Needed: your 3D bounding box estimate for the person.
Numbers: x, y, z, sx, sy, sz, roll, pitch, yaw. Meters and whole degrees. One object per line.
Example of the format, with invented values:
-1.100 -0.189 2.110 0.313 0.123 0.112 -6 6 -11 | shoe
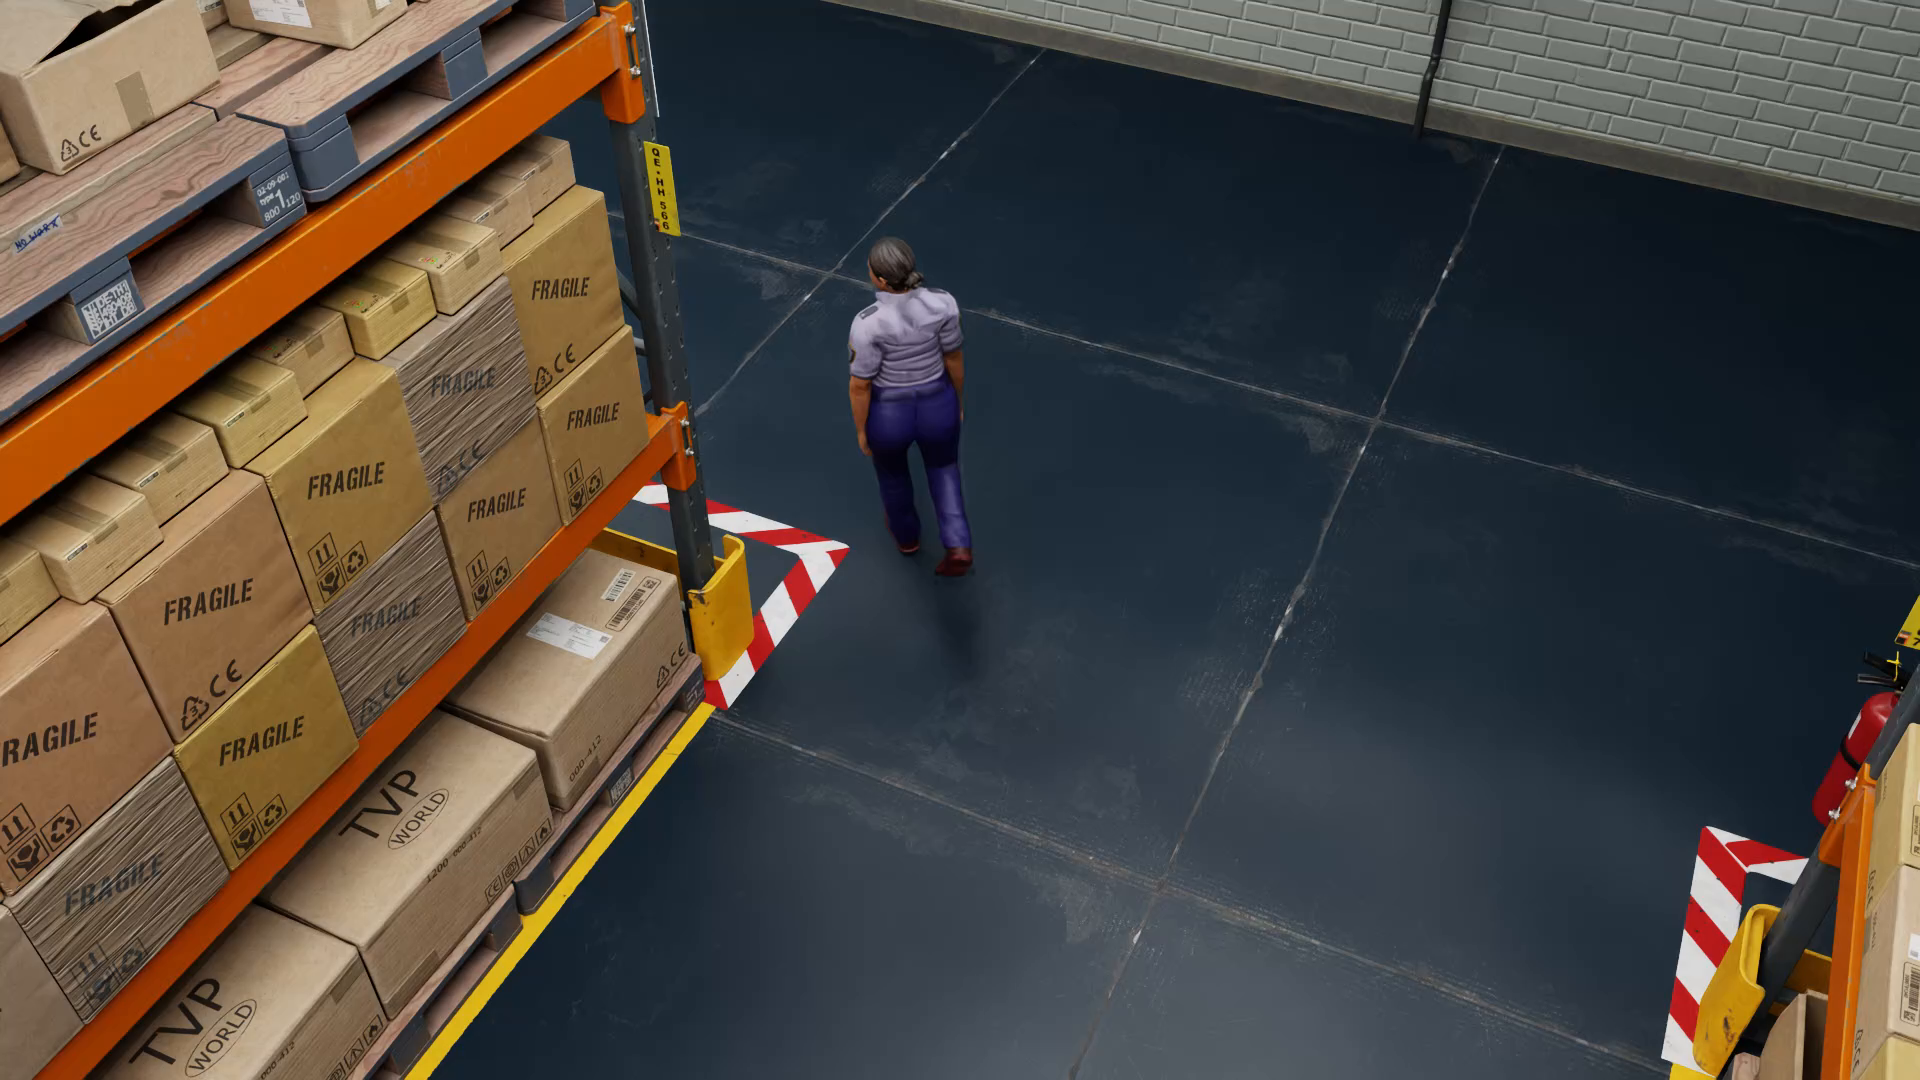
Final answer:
-0.204 -0.503 6.715 0.494 1.624 0.703 -11 43 -12 | person
